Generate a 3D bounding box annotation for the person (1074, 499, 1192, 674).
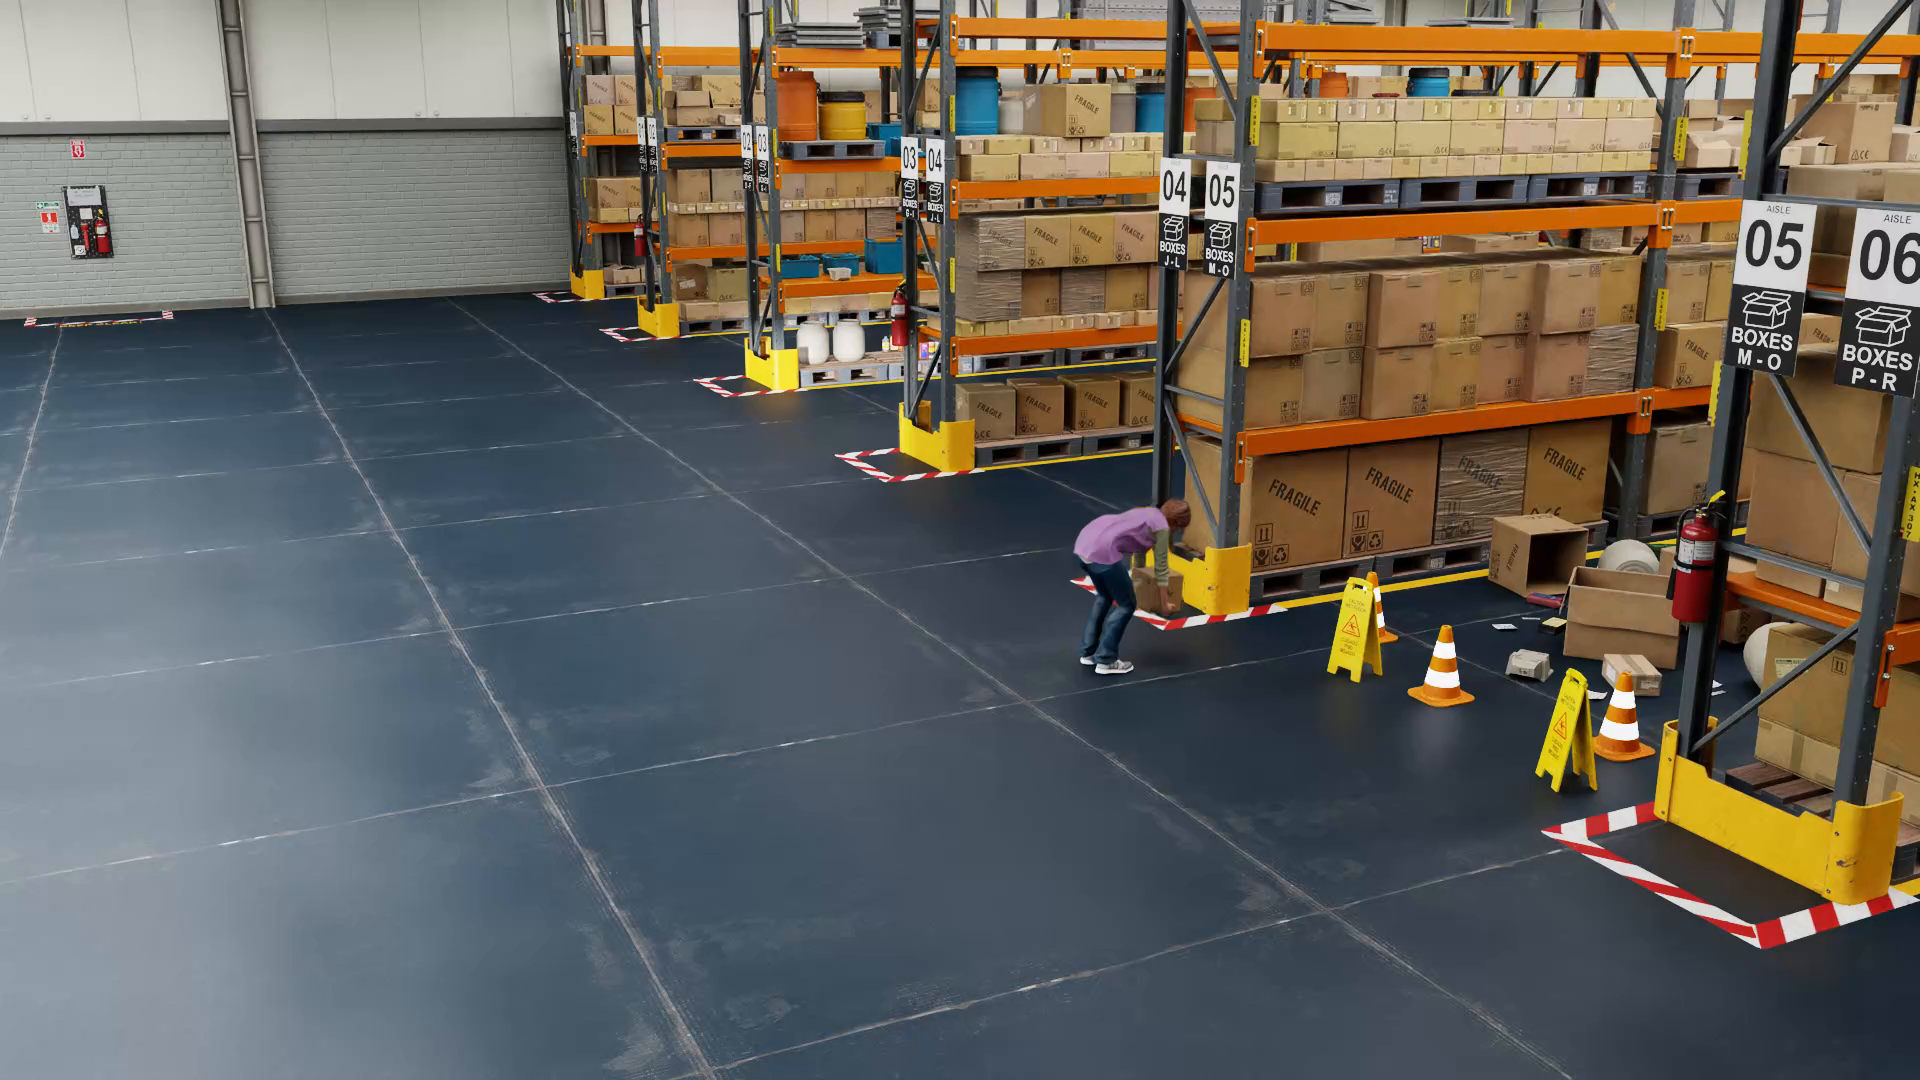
[{"bbox_3d":[1.145,0.296,10.929,0.858,1.090,0.388,-8,17,-27],"label":"person"}]
